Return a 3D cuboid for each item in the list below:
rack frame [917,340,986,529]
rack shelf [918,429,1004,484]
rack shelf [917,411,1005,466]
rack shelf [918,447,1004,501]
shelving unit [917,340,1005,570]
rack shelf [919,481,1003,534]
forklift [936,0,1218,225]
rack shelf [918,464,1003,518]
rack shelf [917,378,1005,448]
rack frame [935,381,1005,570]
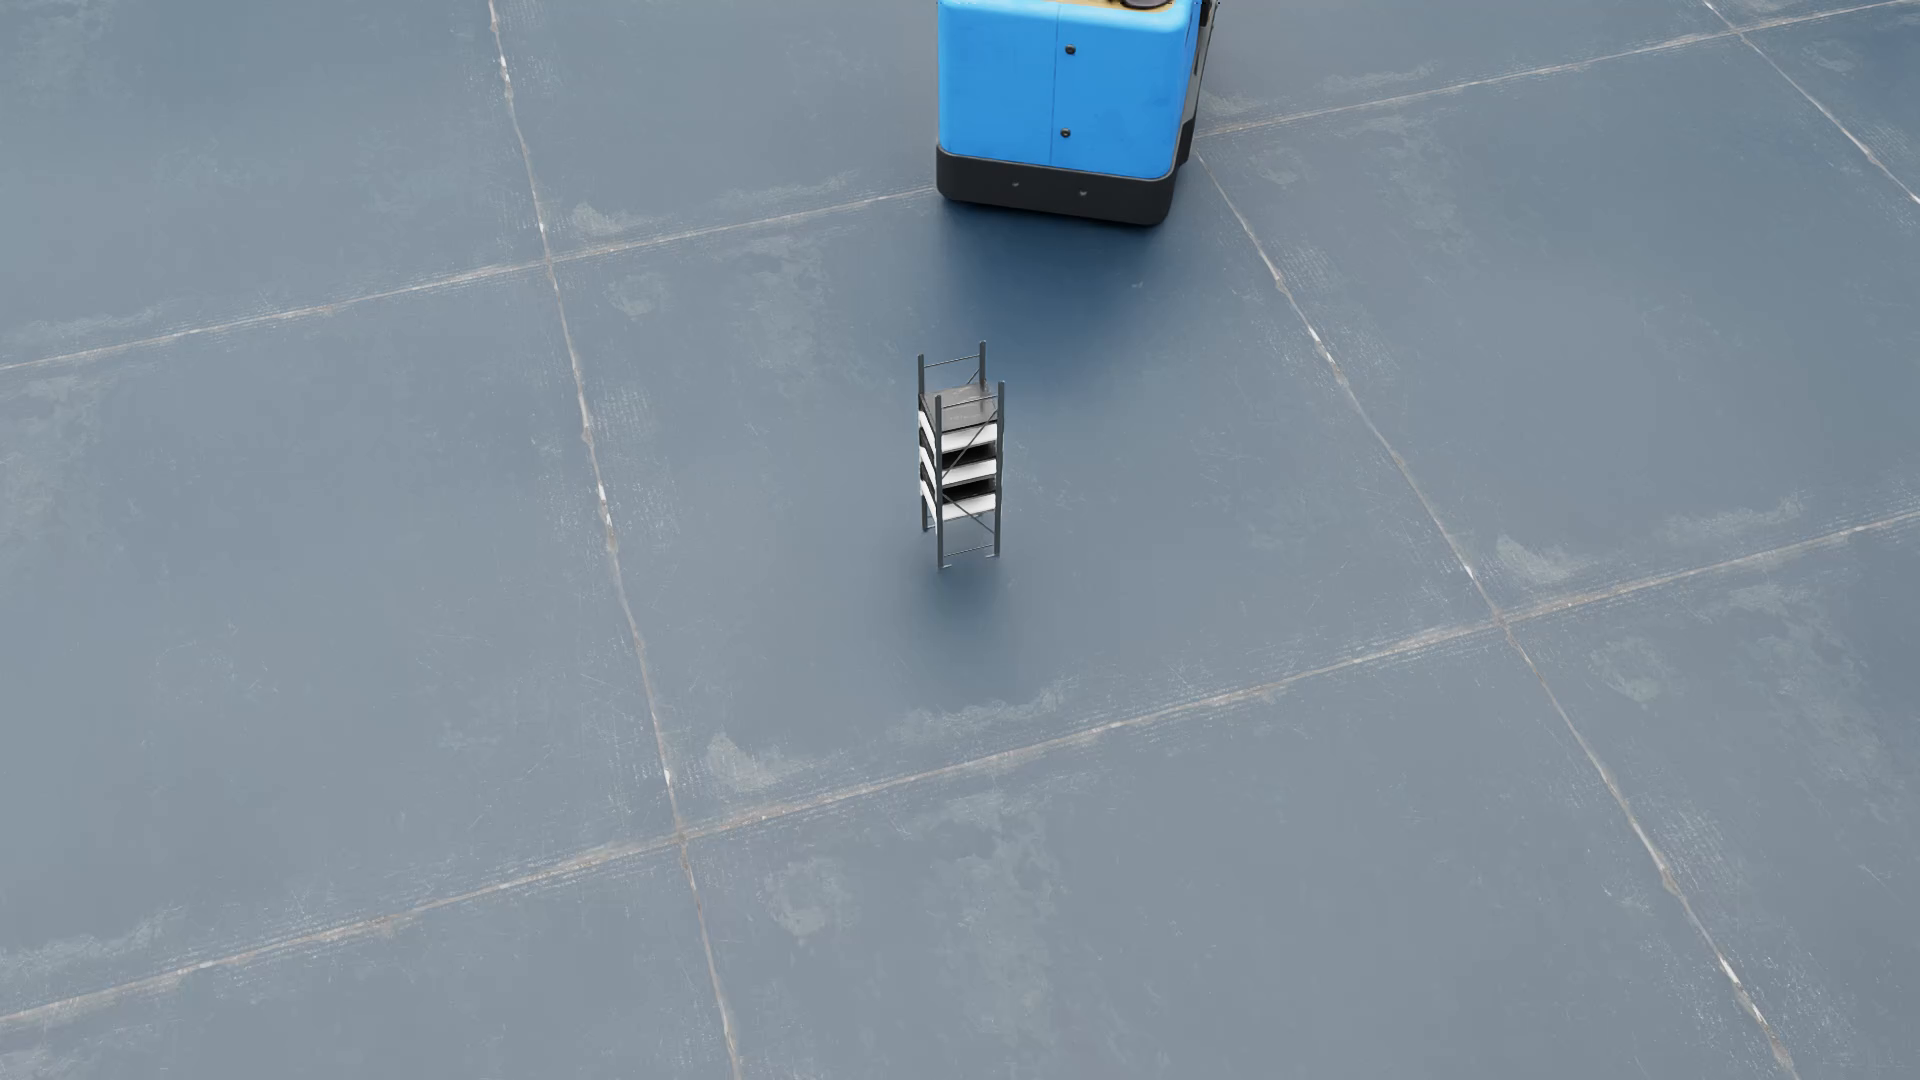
[{"bbox_3d":[-0.028,-0.358,5.964,0.240,0.900,0.006,-13,51,-11],"label":"rack frame"},{"bbox_3d":[0.002,-0.321,5.858,0.258,0.077,0.200,-13,51,-11],"label":"rack shelf"},{"bbox_3d":[0.002,-0.379,5.789,0.258,0.077,0.200,-13,51,-11],"label":"rack shelf"},{"bbox_3d":[0.002,-0.263,5.926,0.258,0.077,0.200,-13,51,-11],"label":"rack shelf"},{"bbox_3d":[0.002,-0.284,5.901,0.258,0.900,0.210,-13,51,-11],"label":"shelving unit"},{"bbox_3d":[0.002,-0.147,6.064,0.258,0.077,0.200,-13,51,-11],"label":"rack shelf"},{"bbox_3d":[0.702,-3.486,7.272,1.130,2.935,3.031,9,50,8],"label":"forklift"},{"bbox_3d":[0.002,-0.205,5.995,0.258,0.077,0.200,-13,51,-11],"label":"rack shelf"},{"bbox_3d":[0.002,-0.437,5.720,0.258,0.077,0.200,-13,51,-11],"label":"rack shelf"},{"bbox_3d":[0.032,-0.210,5.838,0.240,0.900,0.006,-13,51,-11],"label":"rack frame"}]
